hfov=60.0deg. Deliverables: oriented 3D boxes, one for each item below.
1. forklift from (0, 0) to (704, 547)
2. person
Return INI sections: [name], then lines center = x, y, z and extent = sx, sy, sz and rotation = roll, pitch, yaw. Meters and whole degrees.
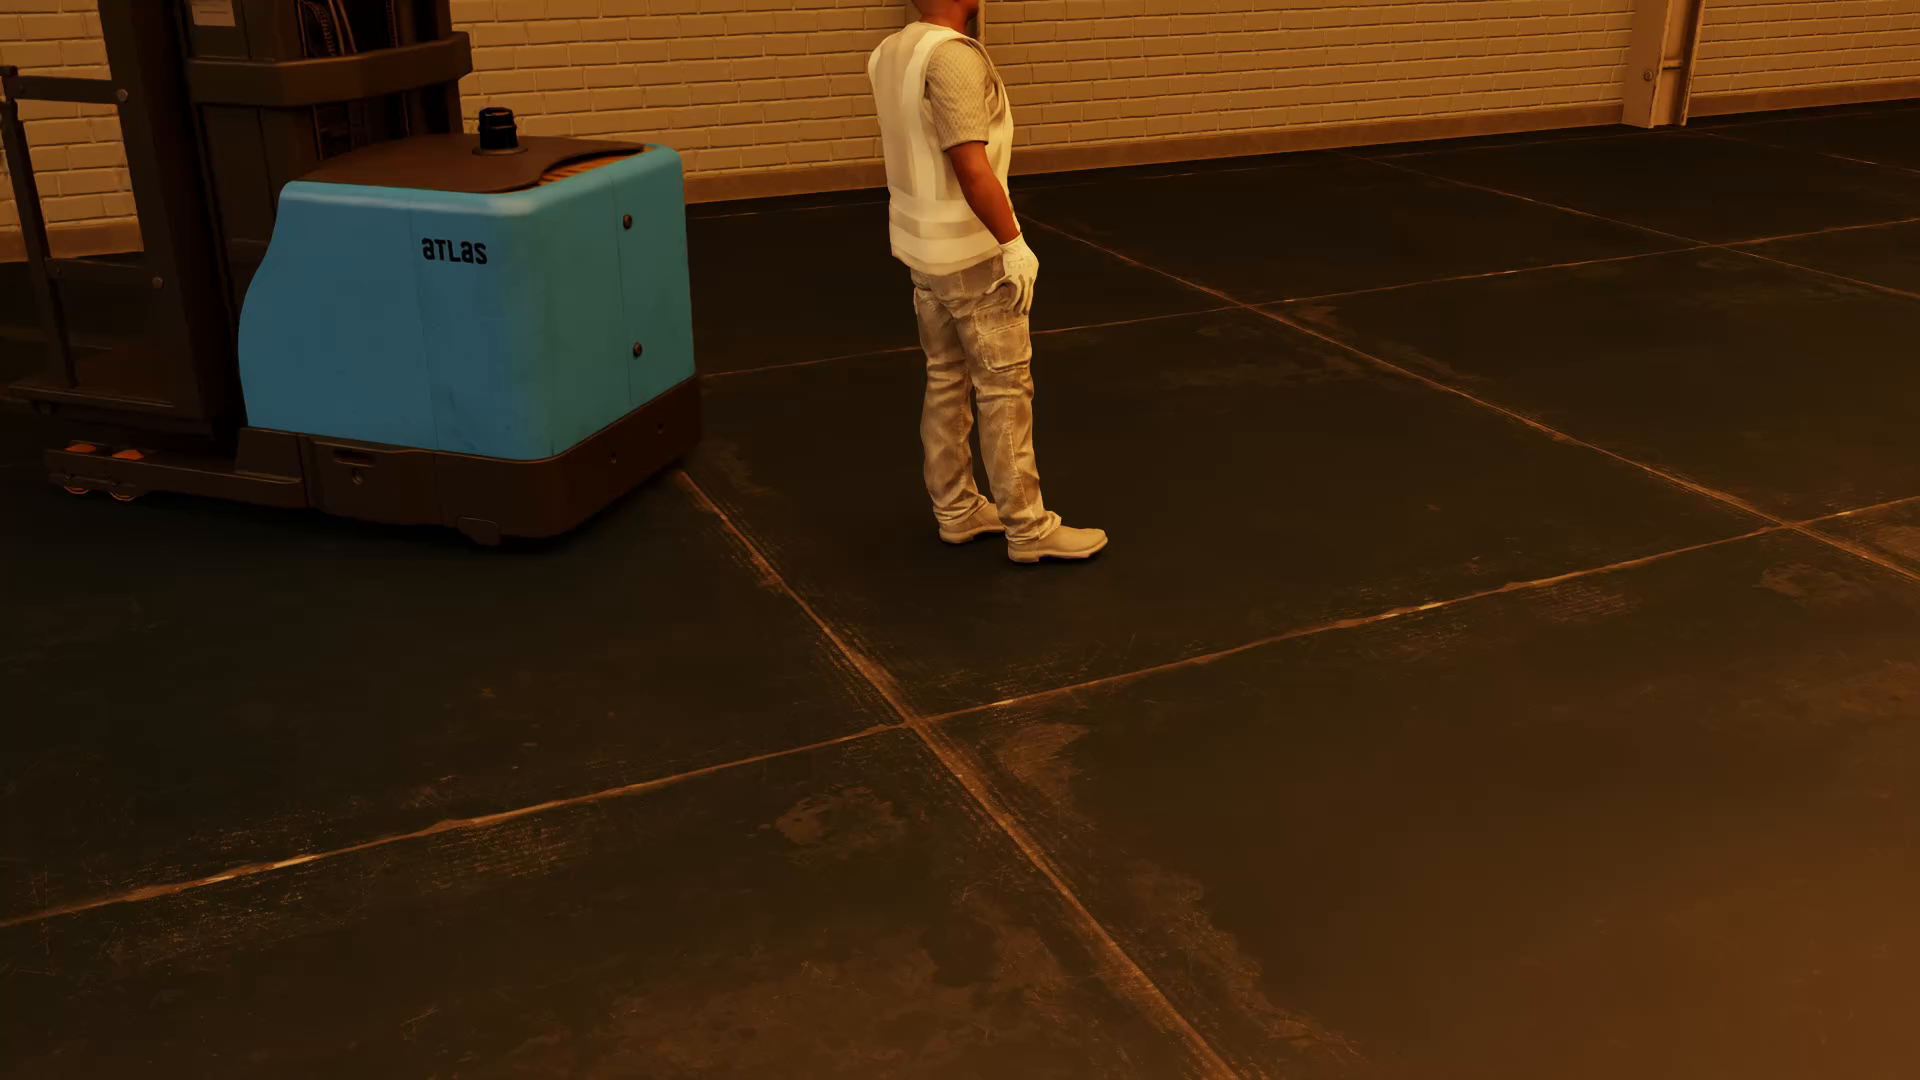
[forklift]
center = -2.462, -1.660, 5.282
extent = 3.031, 2.935, 1.130
rotation = 8, 24, 18
[person]
center = 0.069, -0.839, 4.784
extent = 0.575, 1.784, 0.656
rotation = -10, 25, -23
